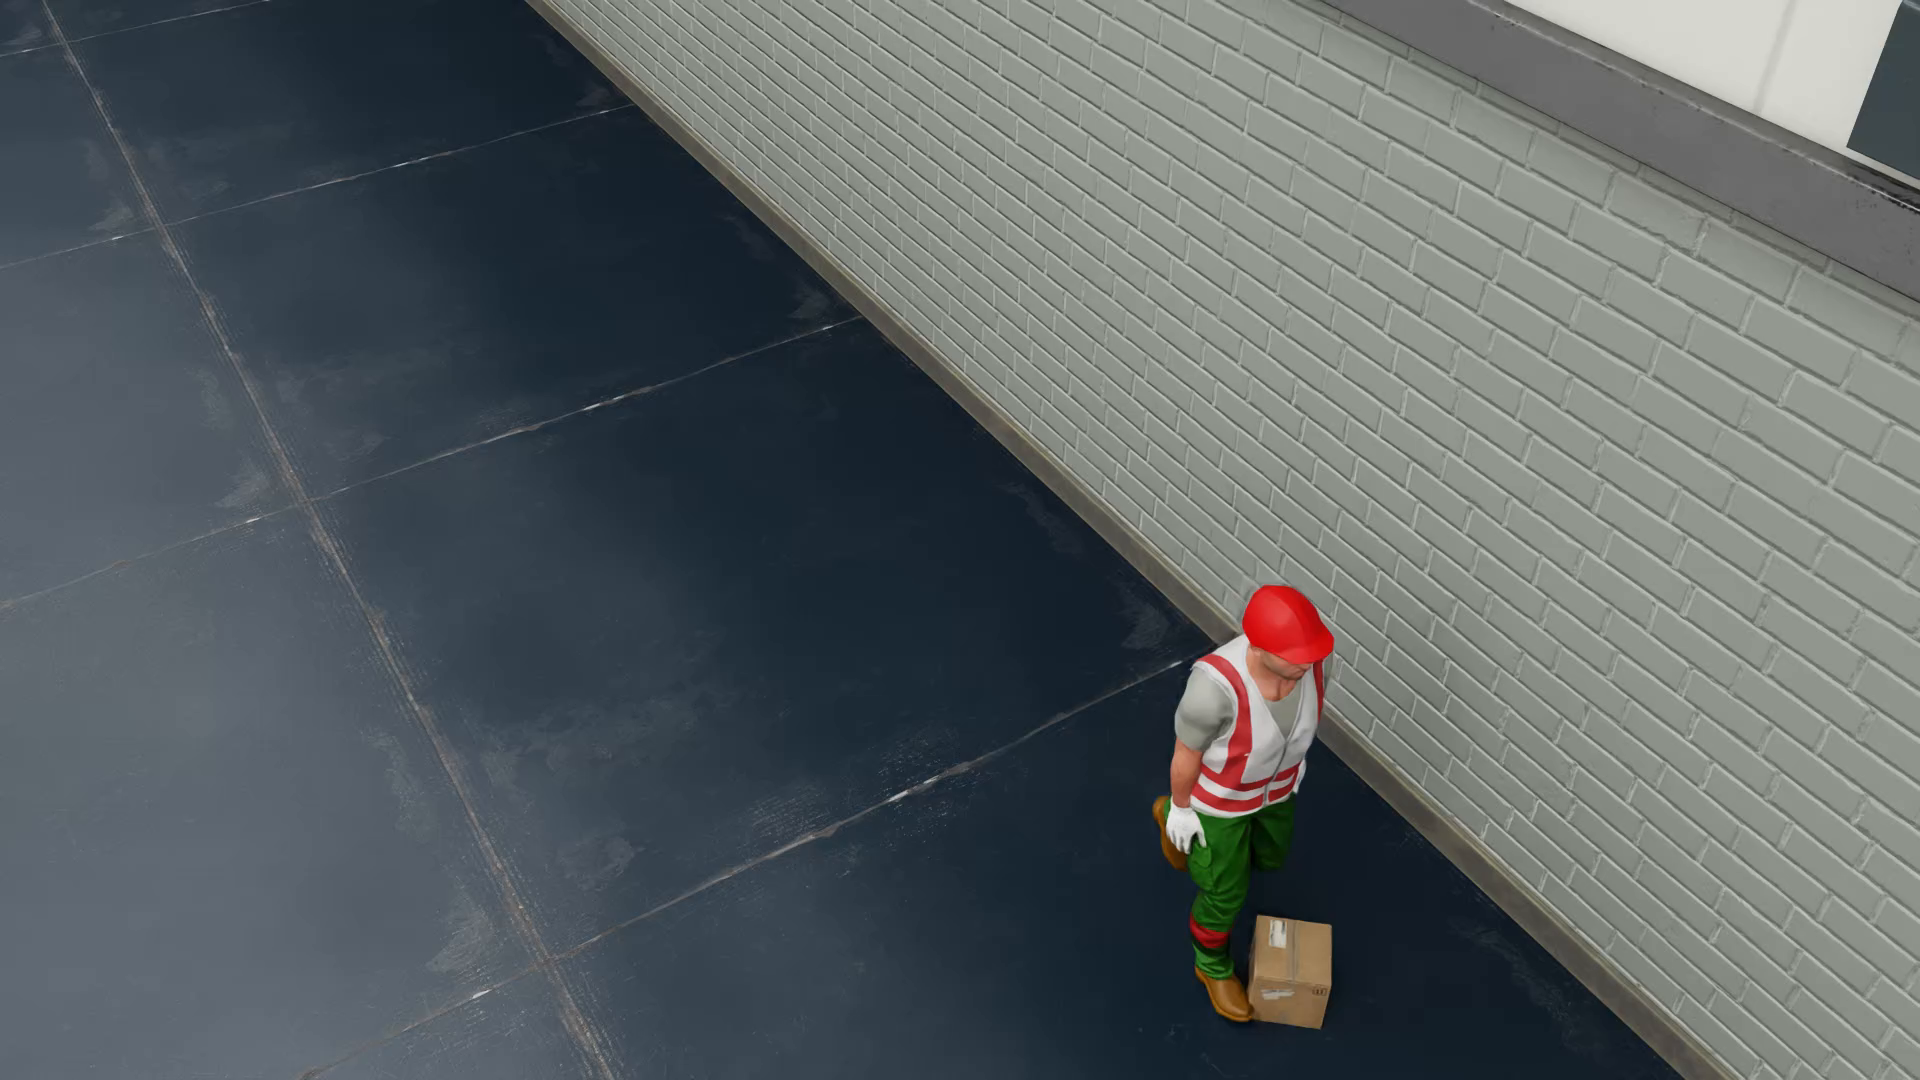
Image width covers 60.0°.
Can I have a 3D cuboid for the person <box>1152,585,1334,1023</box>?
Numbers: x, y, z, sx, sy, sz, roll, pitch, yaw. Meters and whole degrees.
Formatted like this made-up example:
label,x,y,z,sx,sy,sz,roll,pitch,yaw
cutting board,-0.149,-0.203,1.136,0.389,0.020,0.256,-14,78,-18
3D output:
label,x,y,z,sx,sy,sz,roll,pitch,yaw
person,0.848,0.721,5.282,0.546,1.770,0.771,-20,44,-22
